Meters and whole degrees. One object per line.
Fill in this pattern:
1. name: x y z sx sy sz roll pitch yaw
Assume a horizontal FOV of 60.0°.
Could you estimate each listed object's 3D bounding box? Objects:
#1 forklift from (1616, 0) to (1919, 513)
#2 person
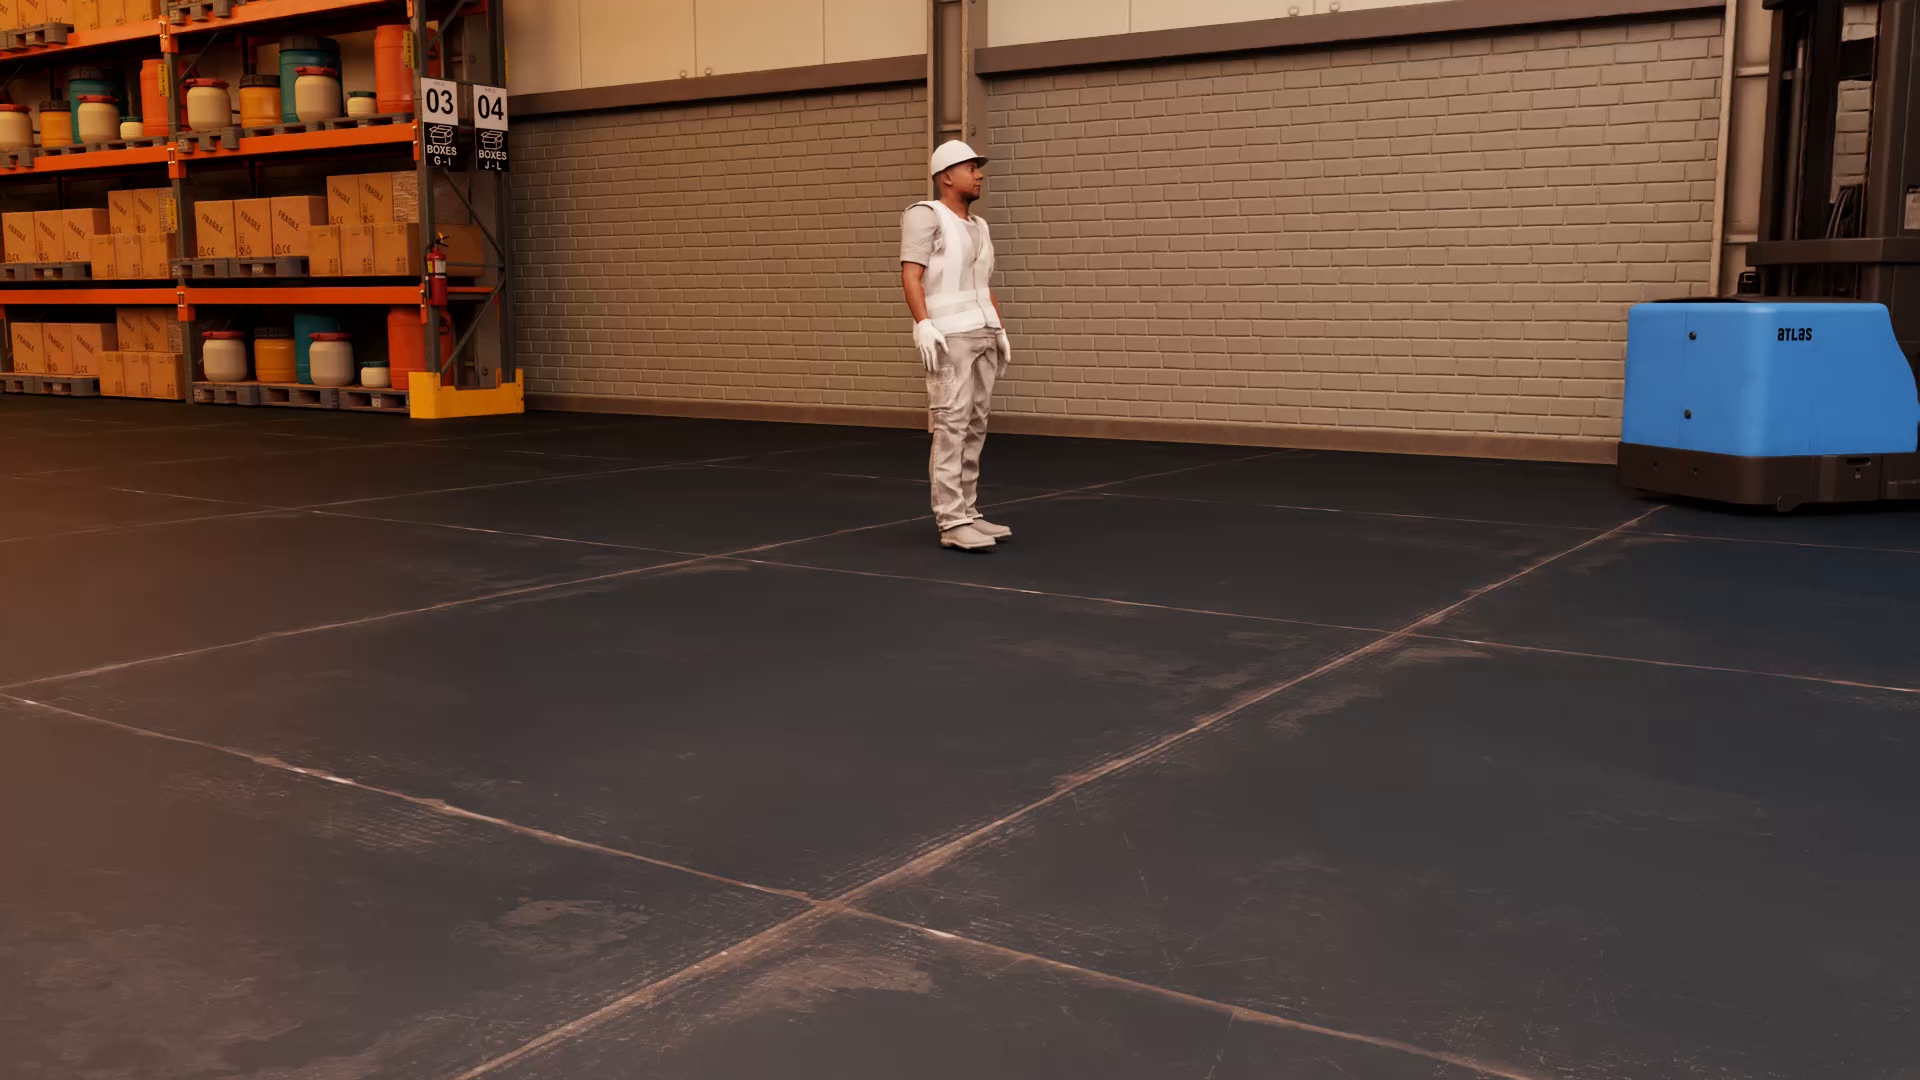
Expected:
1. forklift: 5.219 -1.685 9.041 3.031 2.935 1.130 -3 8 -17
2. person: 0.055 -0.884 7.430 0.575 1.785 0.657 5 10 34
